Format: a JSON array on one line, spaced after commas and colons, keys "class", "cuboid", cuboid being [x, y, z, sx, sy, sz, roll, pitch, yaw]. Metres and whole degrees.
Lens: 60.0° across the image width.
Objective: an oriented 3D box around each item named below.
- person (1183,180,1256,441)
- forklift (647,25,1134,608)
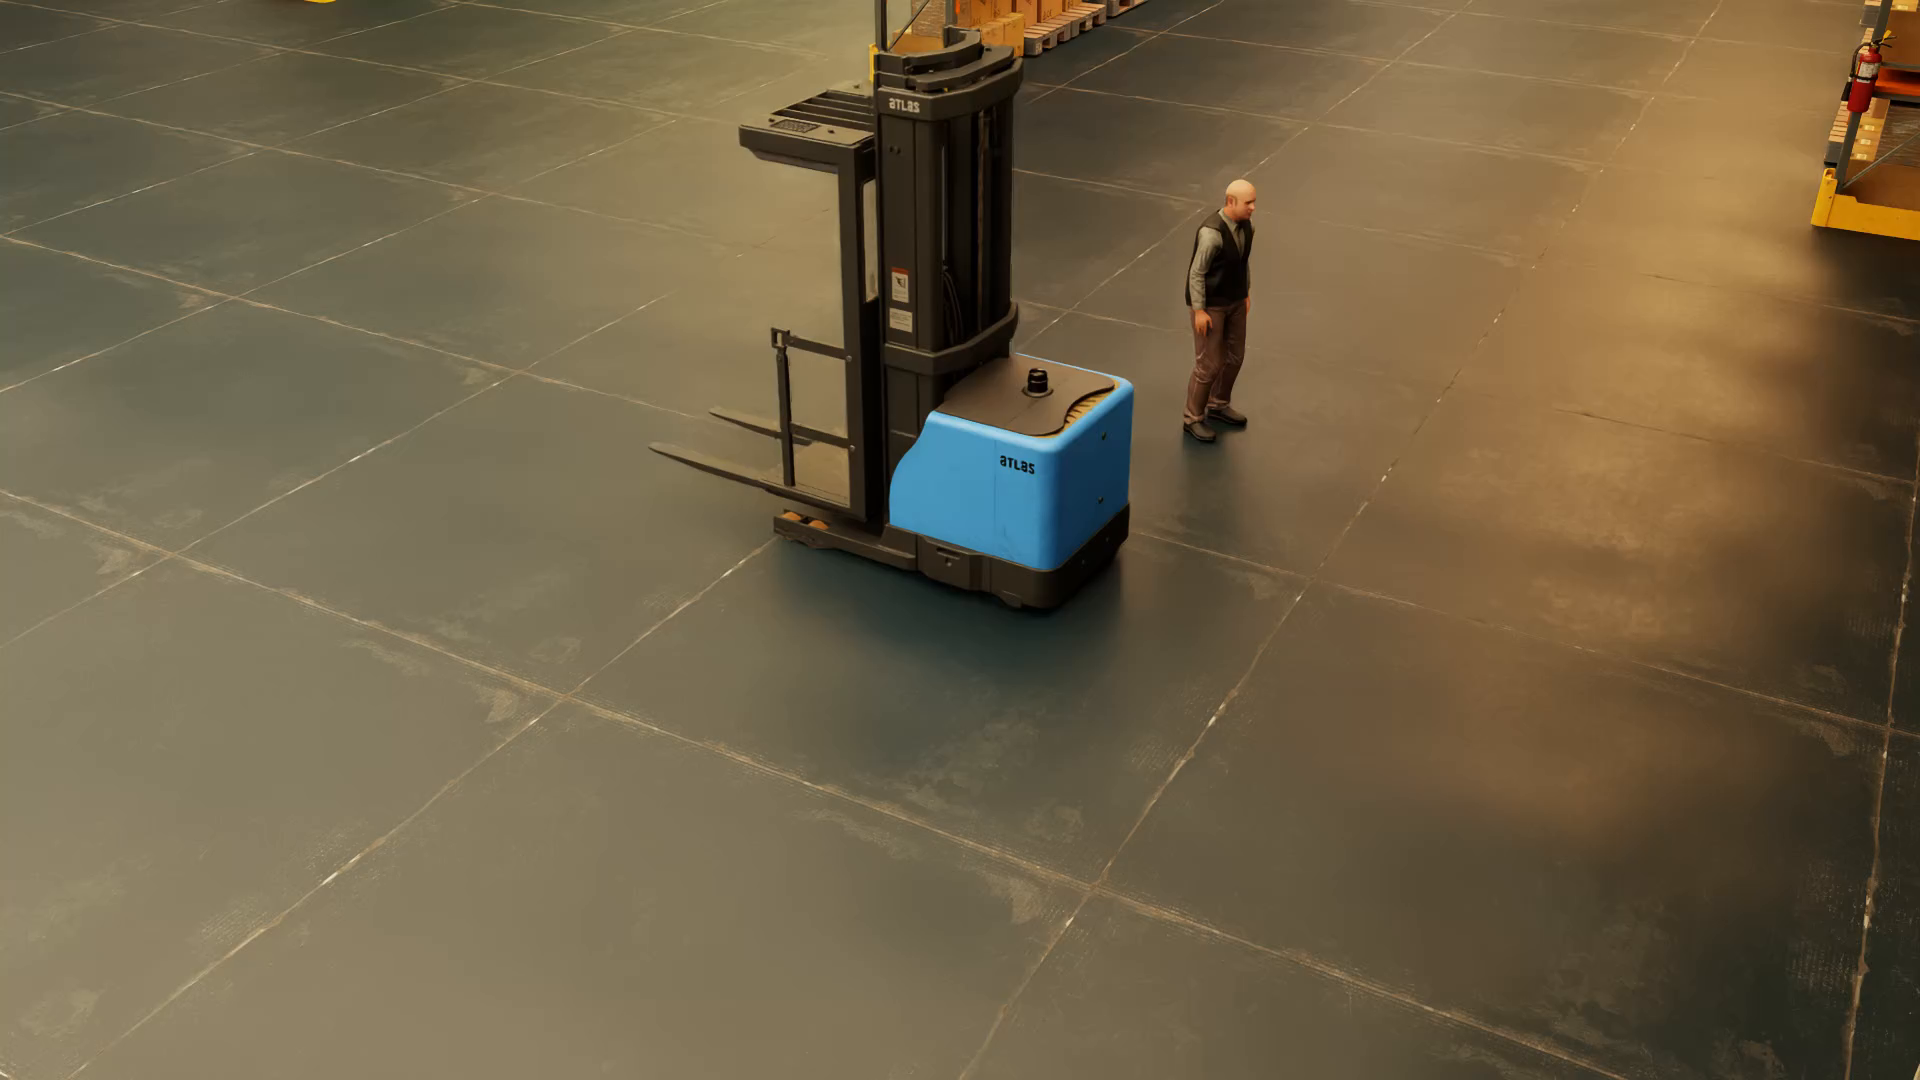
[{"class": "person", "cuboid": [1.709, -1.547, 10.965, 0.424, 1.719, 0.582, 26, 39, 37]}, {"class": "forklift", "cuboid": [-0.527, -1.425, 9.539, 3.031, 2.935, 1.130, 17, 34, 27]}]
